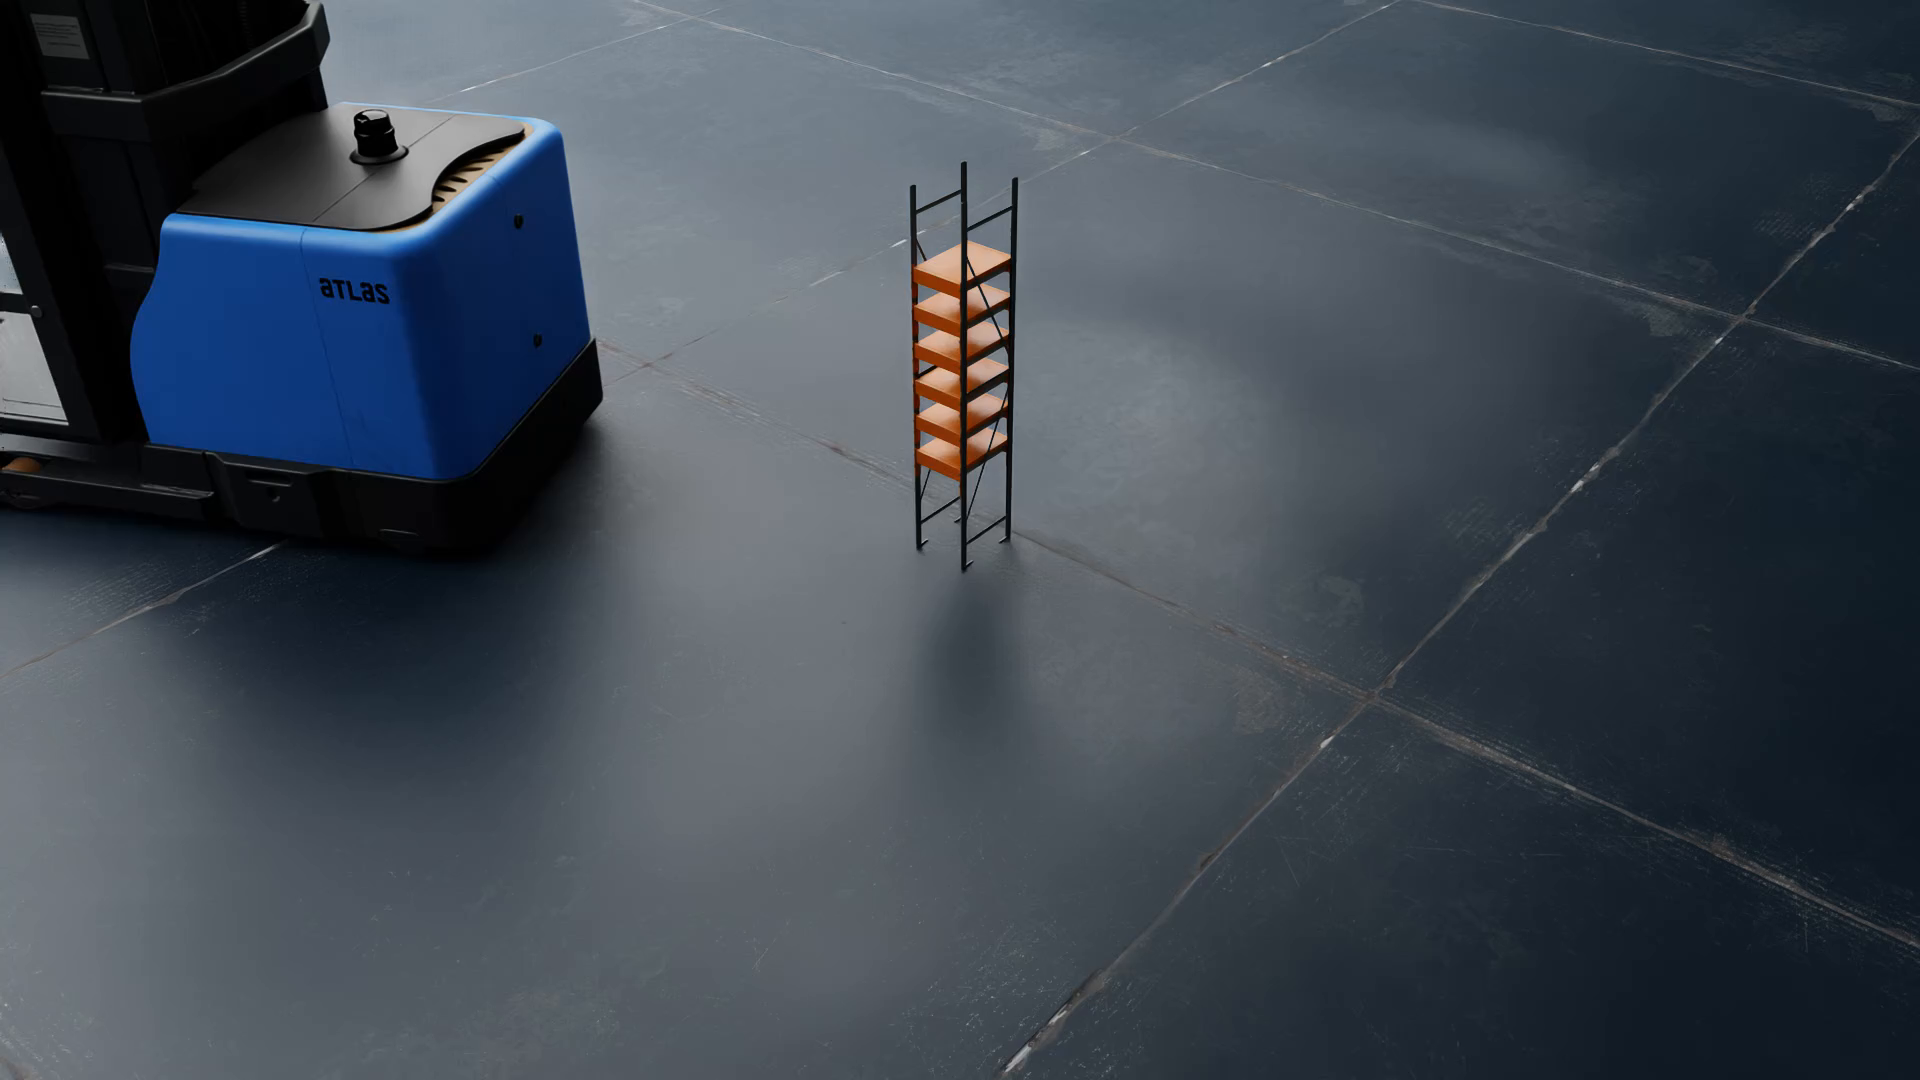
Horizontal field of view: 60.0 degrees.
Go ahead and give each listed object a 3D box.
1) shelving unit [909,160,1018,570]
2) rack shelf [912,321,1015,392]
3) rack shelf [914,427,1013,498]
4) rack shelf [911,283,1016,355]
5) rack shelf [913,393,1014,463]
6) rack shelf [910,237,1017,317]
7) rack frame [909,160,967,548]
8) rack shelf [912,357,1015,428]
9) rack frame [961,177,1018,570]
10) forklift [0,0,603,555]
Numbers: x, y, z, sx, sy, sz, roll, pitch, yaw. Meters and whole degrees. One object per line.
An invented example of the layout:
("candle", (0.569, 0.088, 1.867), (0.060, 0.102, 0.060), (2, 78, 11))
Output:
("shelving unit", (0.011, -0.489, 4.903), (0.189, 1.200, 0.258), (25, 42, 32))
("rack shelf", (0.011, -0.552, 4.860), (0.180, 0.103, 0.258), (25, 42, 32))
("rack shelf", (0.011, -0.255, 5.064), (0.180, 0.103, 0.258), (25, 42, 32))
("rack shelf", (0.011, -0.651, 4.792), (0.180, 0.103, 0.258), (25, 42, 32))
("rack shelf", (0.011, -0.354, 4.996), (0.180, 0.103, 0.258), (25, 42, 32))
("rack shelf", (0.011, -0.749, 4.724), (0.180, 0.103, 0.258), (25, 42, 32))
("rack frame", (-0.059, -0.523, 4.951), (0.006, 1.200, 0.240), (25, 42, 32))
("rack shelf", (0.011, -0.453, 4.928), (0.180, 0.103, 0.258), (25, 42, 32))
("rack frame", (0.081, -0.456, 4.854), (0.006, 1.200, 0.240), (25, 42, 32))
("forklift", (-2.826, -1.589, 4.975), (3.031, 2.935, 1.130), (7, 35, 11))
